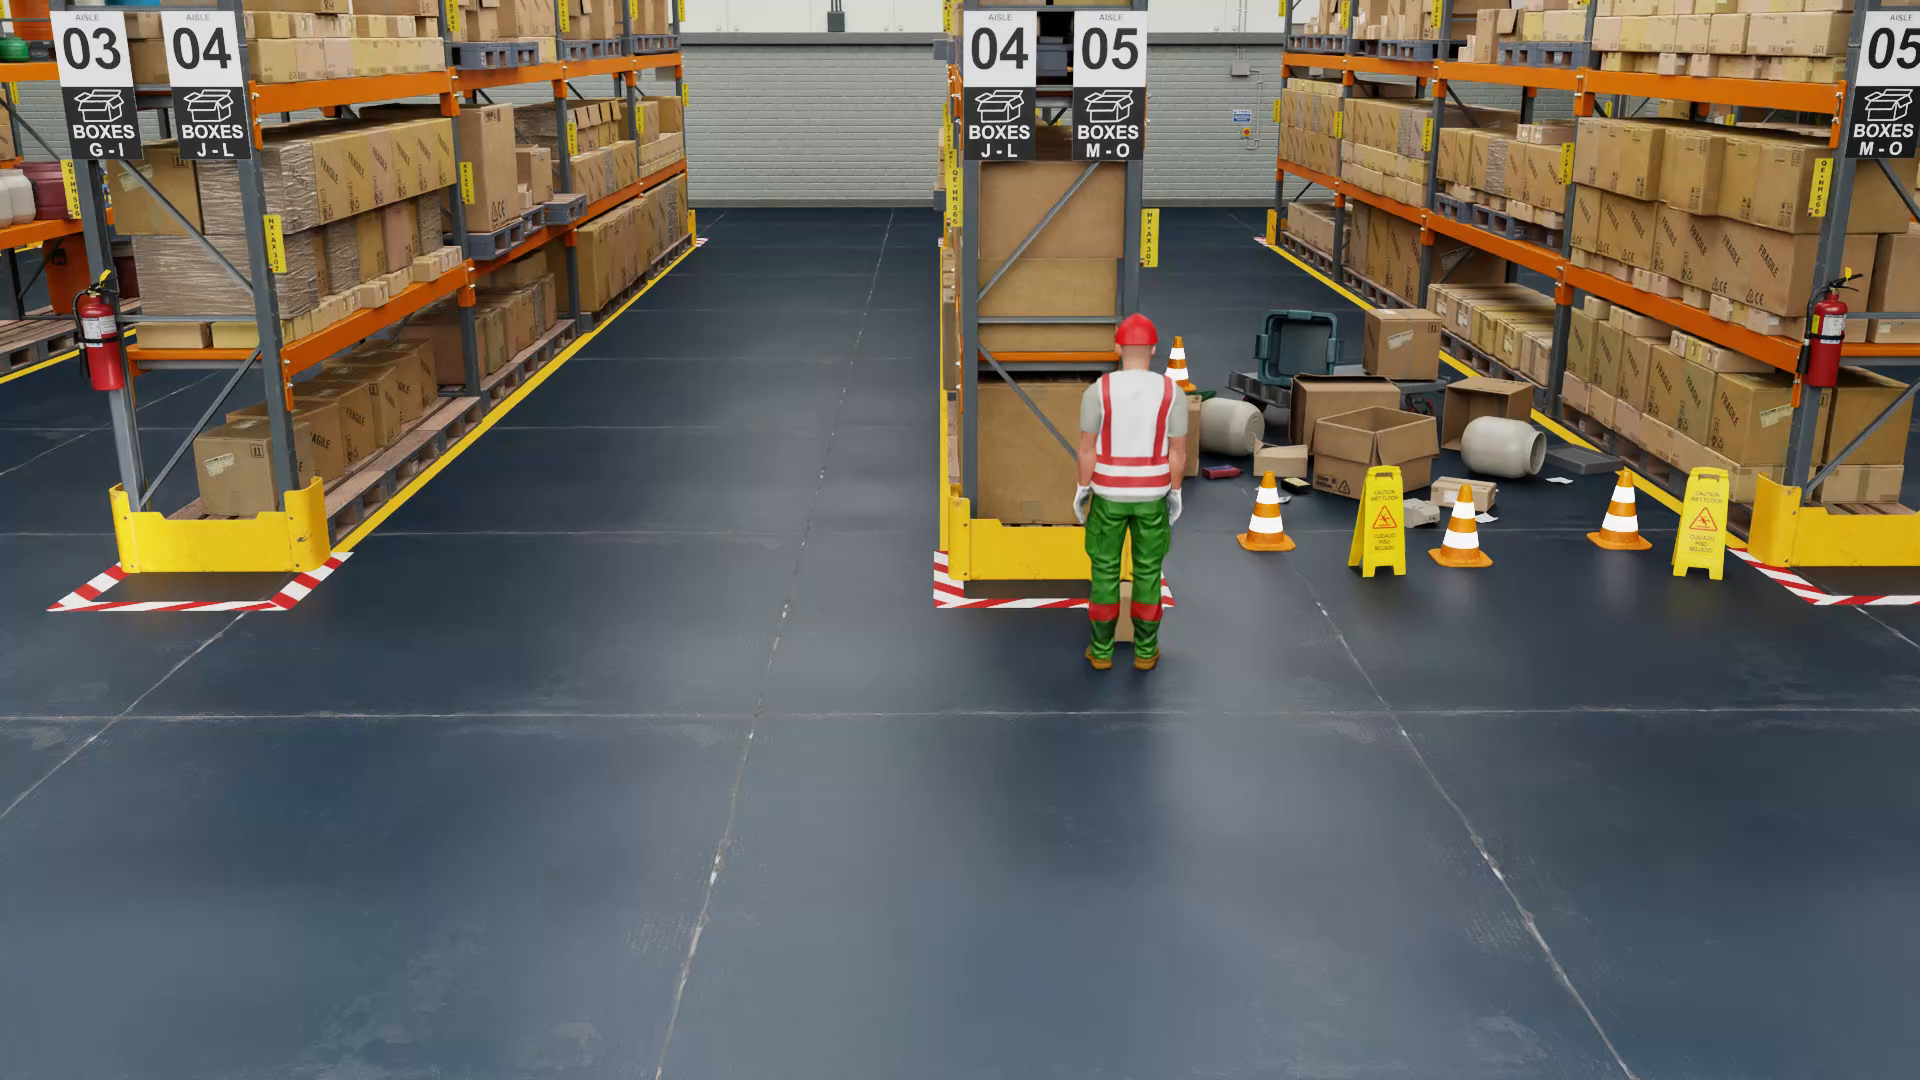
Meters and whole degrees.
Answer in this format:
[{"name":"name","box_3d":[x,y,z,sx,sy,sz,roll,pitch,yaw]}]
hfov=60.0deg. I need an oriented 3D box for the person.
[{"name":"person","box_3d":[0.831,-0.229,8.214,0.544,1.792,0.386,0,17,0]}]
